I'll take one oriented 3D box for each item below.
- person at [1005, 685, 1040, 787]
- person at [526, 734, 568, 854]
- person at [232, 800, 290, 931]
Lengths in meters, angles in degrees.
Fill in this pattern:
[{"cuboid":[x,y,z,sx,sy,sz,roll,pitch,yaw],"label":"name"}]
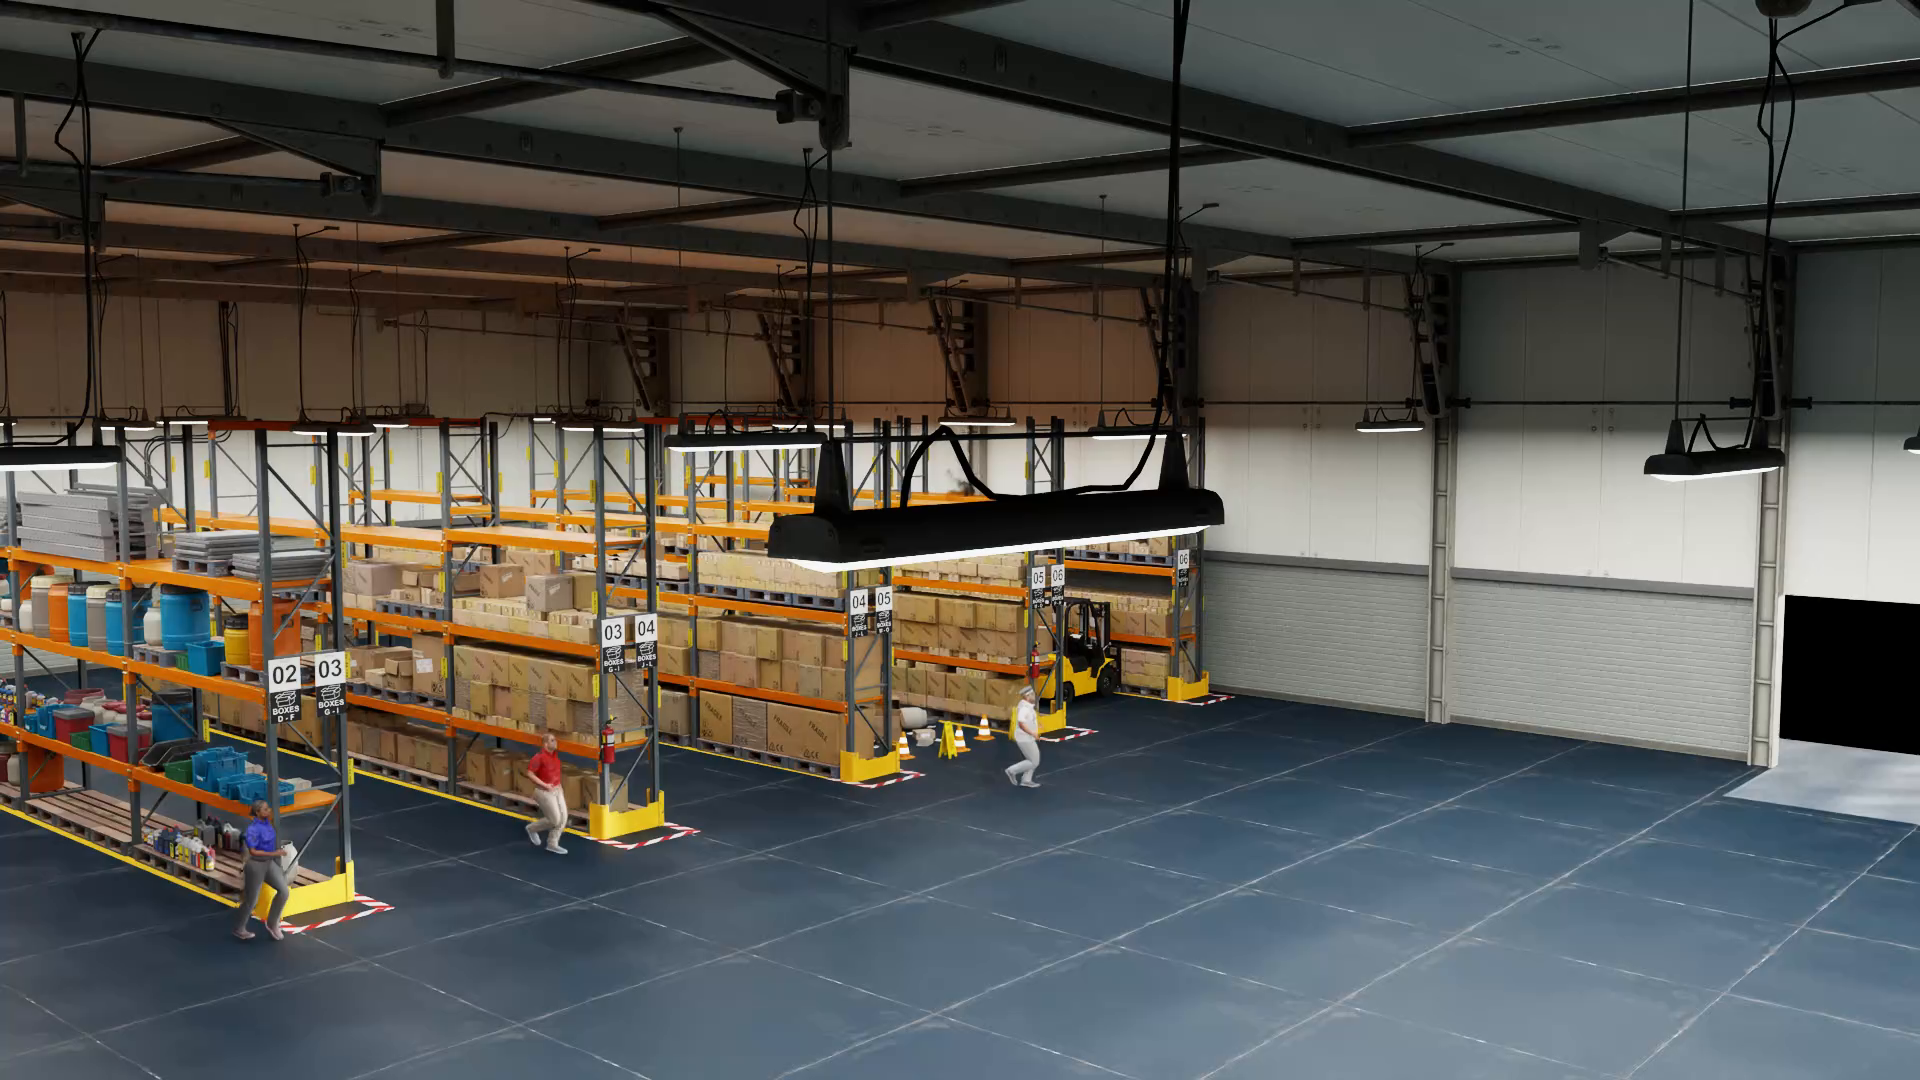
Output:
[{"cuboid":[1.035,3.217,27.202,0.596,1.732,0.490,0,5,-5],"label":"person"},{"cuboid":[-5.813,3.561,23.367,0.588,1.701,0.697,2,5,19],"label":"person"},{"cuboid":[-8.189,3.813,19.552,0.697,1.543,0.588,1,5,10],"label":"person"}]
